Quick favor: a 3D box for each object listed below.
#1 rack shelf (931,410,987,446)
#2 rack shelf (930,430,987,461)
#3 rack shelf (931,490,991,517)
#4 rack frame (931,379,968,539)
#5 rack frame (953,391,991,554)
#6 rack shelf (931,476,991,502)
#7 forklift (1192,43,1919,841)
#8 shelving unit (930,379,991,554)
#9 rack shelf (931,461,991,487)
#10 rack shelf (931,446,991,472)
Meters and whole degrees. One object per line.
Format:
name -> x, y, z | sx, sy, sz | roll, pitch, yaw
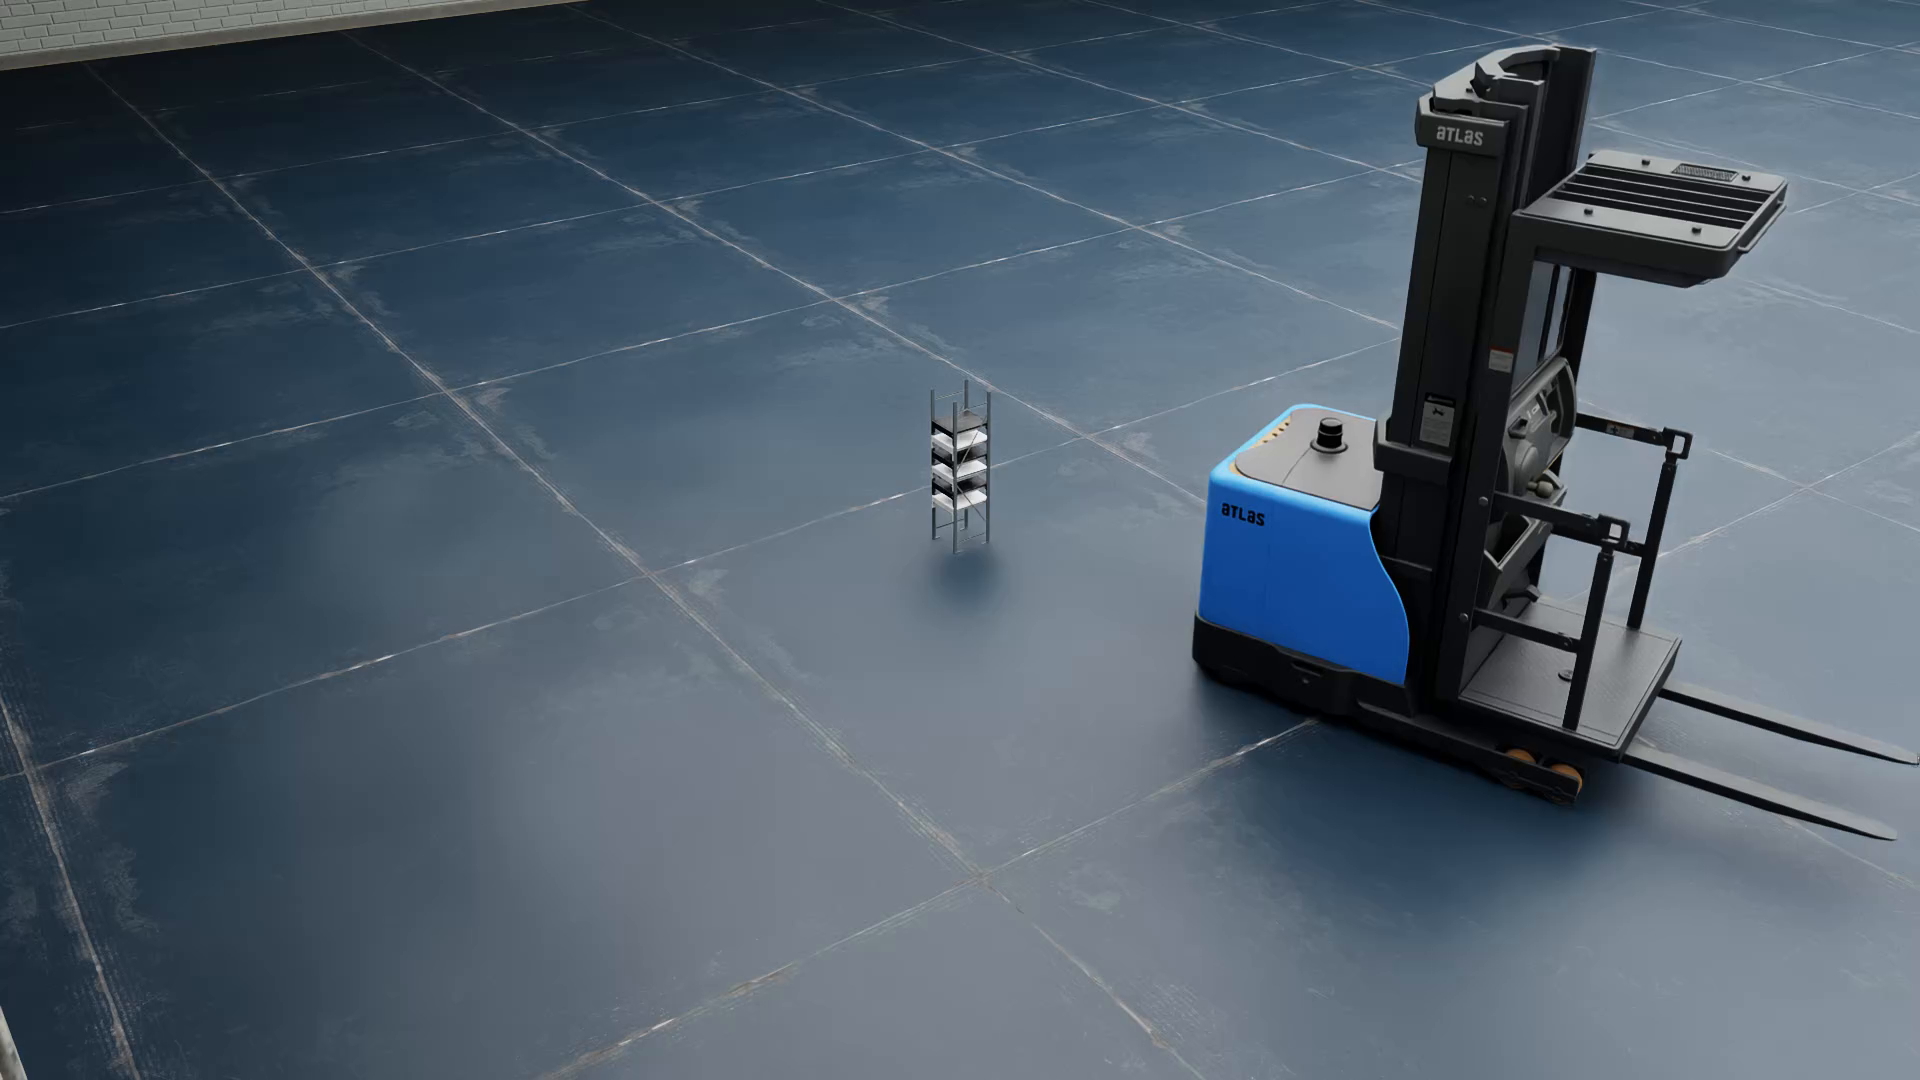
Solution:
rack shelf -> 0.005, -0.600, 8.854 | 0.258, 0.077, 0.200 | -19, 34, -31
rack shelf -> 0.005, -0.521, 8.897 | 0.258, 0.077, 0.200 | -19, 34, -31
rack shelf -> 0.005, -0.205, 9.069 | 0.258, 0.077, 0.200 | -19, 34, -31
rack frame -> -0.054, -0.432, 9.040 | 0.240, 0.900, 0.006 | -19, 34, -31
rack frame -> 0.064, -0.353, 8.895 | 0.240, 0.900, 0.006 | -19, 34, -31
rack shelf -> 0.005, -0.284, 9.026 | 0.258, 0.077, 0.200 | -19, 34, -31
forklift -> 2.621, -0.450, 6.945 | 3.031, 2.935, 1.130 | 18, 33, 30
shelving unit -> 0.005, -0.392, 8.967 | 0.258, 0.900, 0.210 | -19, 34, -31
rack shelf -> 0.005, -0.363, 8.983 | 0.258, 0.077, 0.200 | -19, 34, -31
rack shelf -> 0.005, -0.442, 8.940 | 0.258, 0.077, 0.200 | -19, 34, -31
